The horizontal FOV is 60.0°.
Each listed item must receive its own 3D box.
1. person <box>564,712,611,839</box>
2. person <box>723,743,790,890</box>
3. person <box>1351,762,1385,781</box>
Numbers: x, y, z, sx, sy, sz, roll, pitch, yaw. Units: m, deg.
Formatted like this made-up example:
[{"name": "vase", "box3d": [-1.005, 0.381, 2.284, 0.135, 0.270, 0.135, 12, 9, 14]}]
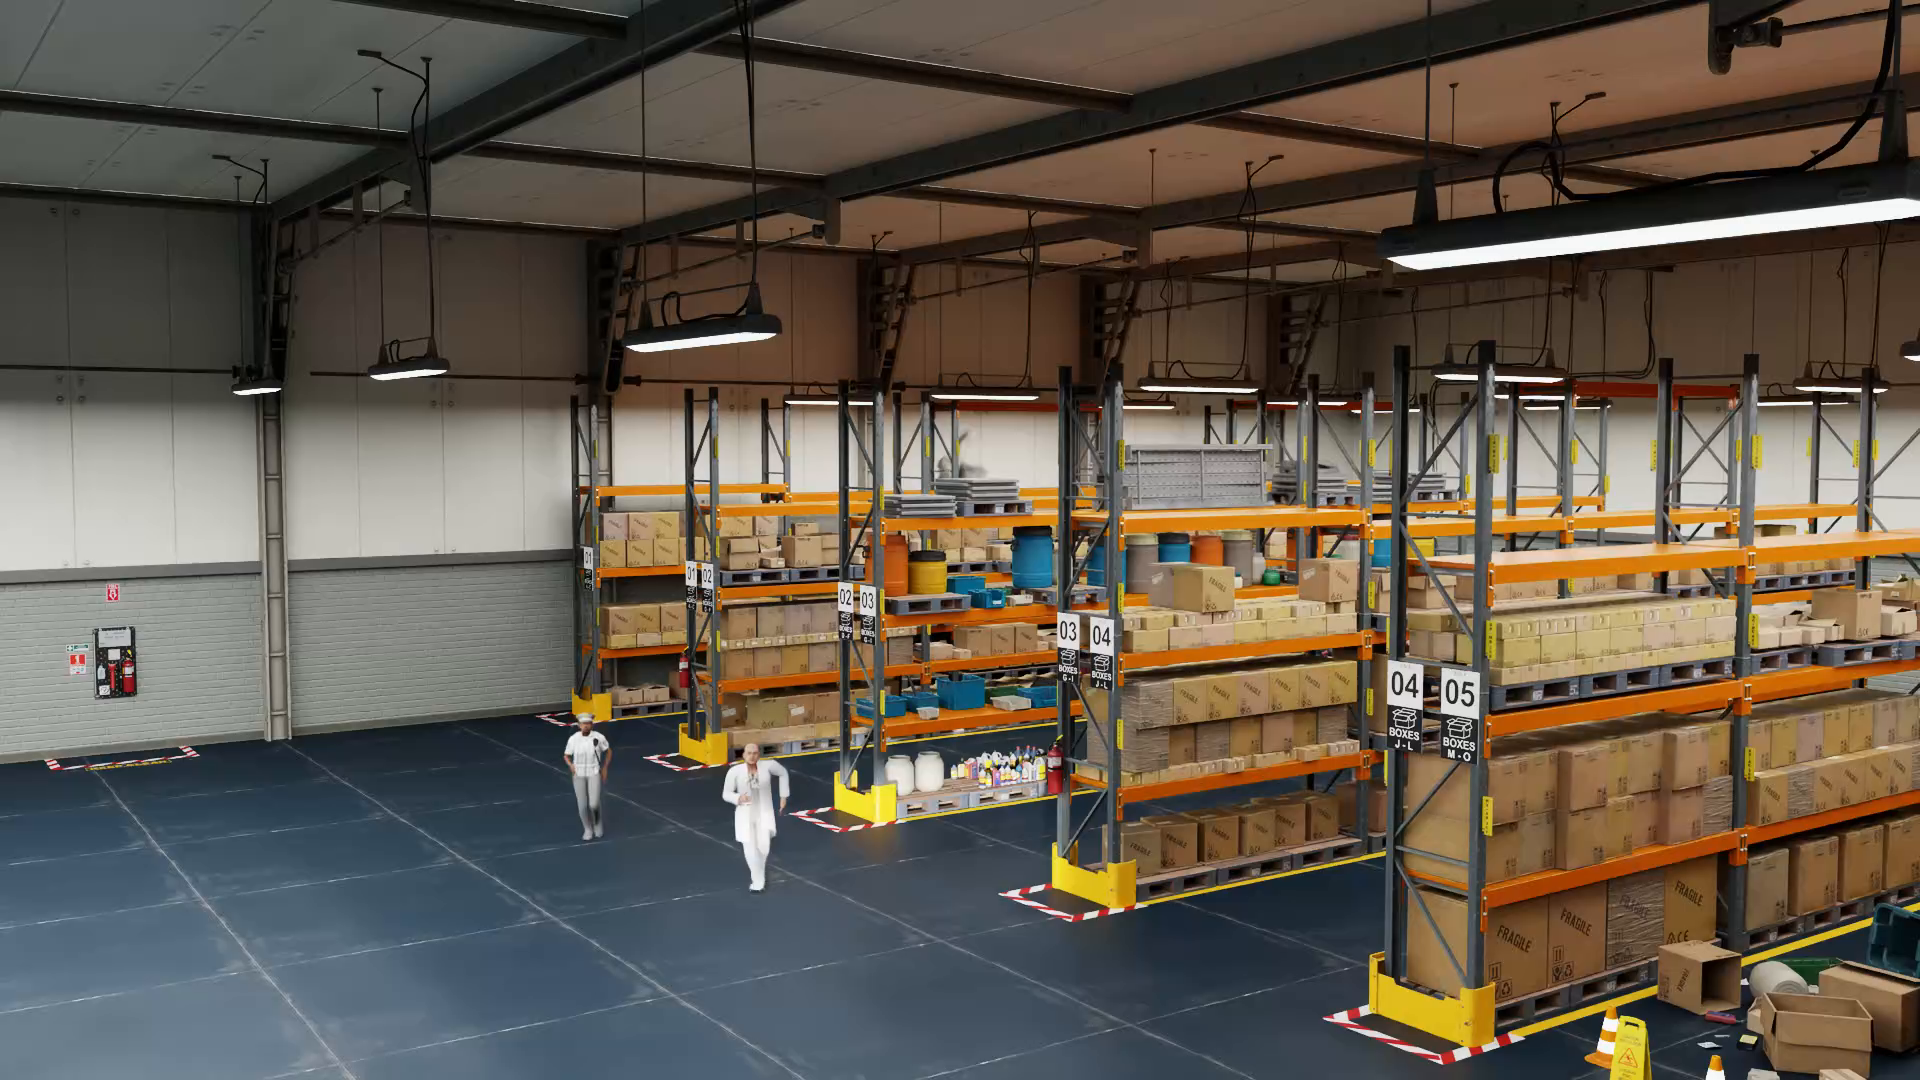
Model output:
[{"name": "person", "box3d": [-4.804, 3.041, 21.394, 0.587, 1.654, 0.568, 0, 3, -6]}, {"name": "person", "box3d": [-2.304, 3.148, 18.832, 0.755, 1.731, 0.823, 0, 3, -8]}, {"name": "person", "box3d": [6.016, 2.800, 24.503, 0.963, 1.747, 0.711, -3, 5, -42]}]
